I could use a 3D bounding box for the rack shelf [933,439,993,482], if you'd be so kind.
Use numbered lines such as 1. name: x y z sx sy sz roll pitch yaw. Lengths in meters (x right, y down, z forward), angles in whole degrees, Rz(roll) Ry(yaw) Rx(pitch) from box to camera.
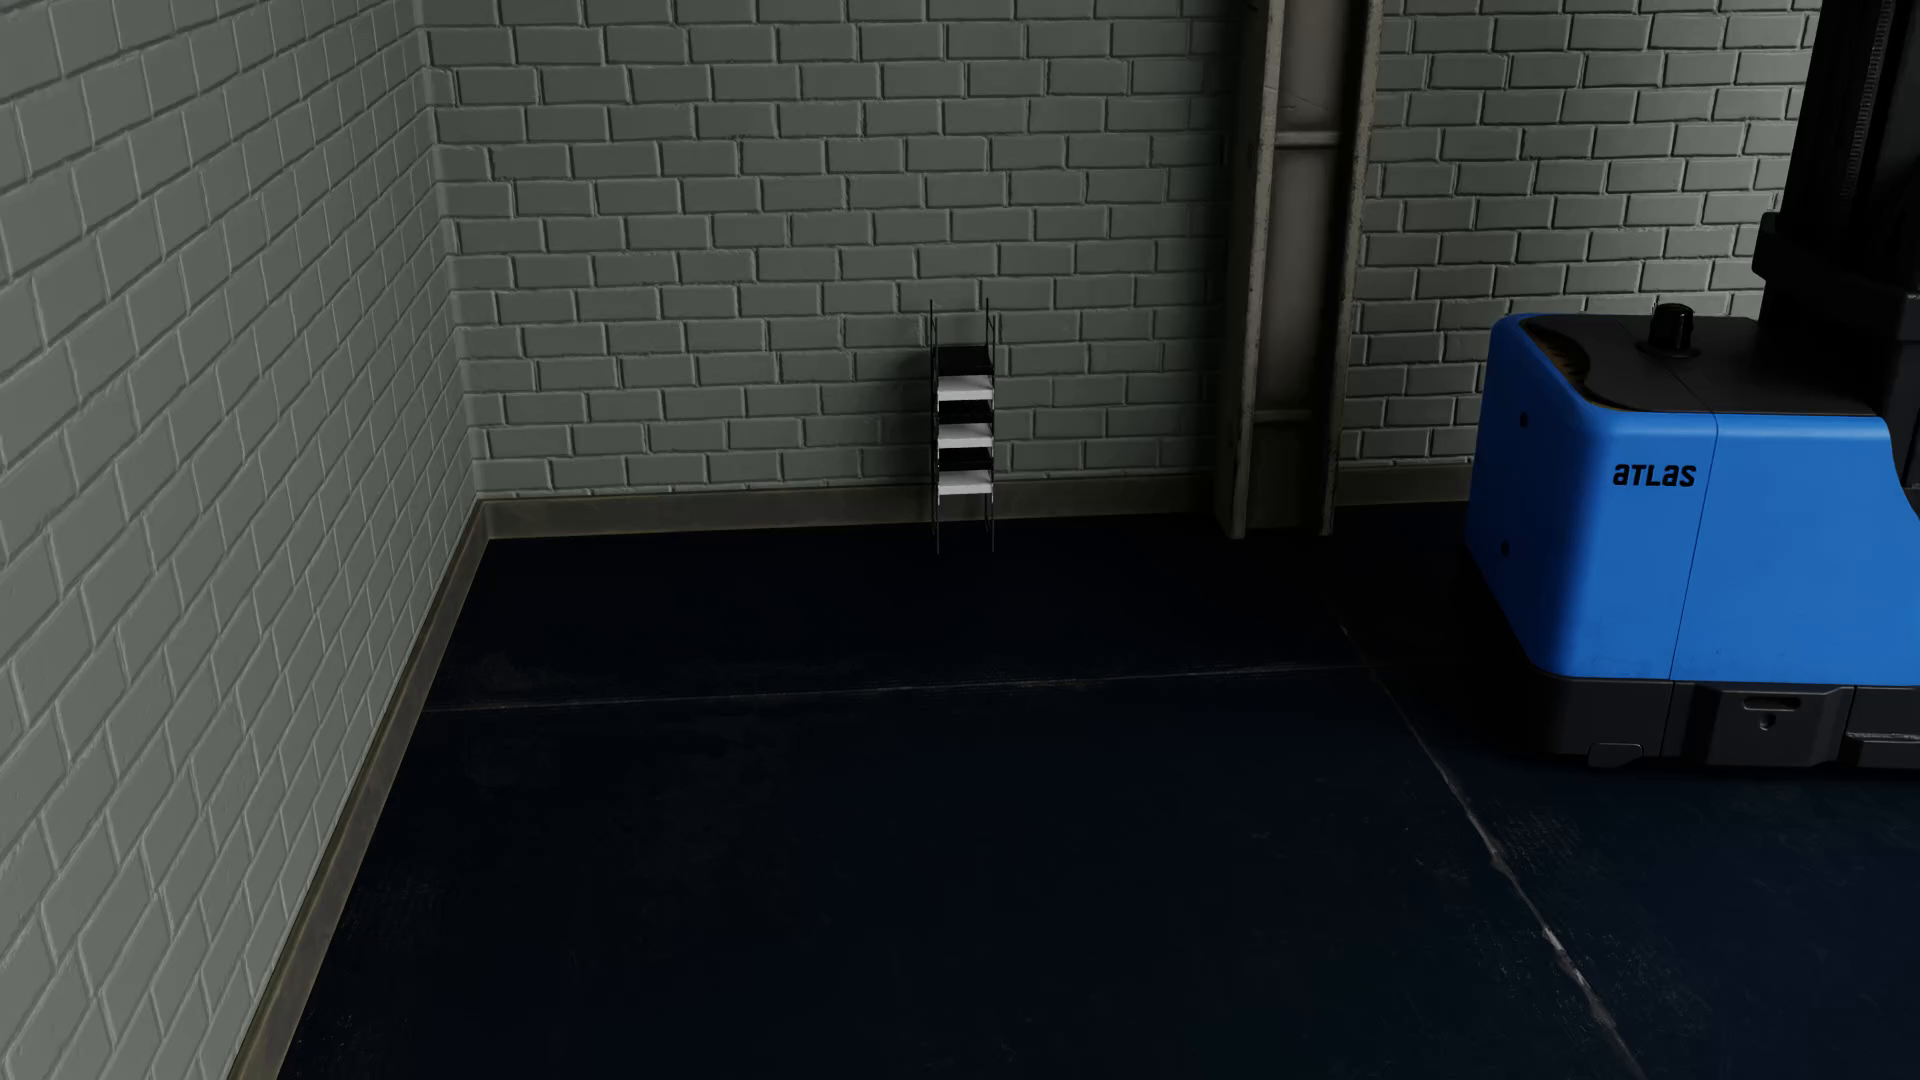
1. rack shelf: 0.008 -0.299 6.118 0.200 0.077 0.258 -2 24 -5

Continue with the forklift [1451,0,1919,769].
1. forklift: 3.136 -0.848 4.550 3.031 2.935 1.130 1 24 3

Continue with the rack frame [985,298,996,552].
1. rack frame: 0.109 -0.416 6.077 0.006 0.900 0.240 -2 24 -5

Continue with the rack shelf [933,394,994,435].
1. rack shelf: 0.008 -0.463 6.045 0.200 0.077 0.258 -2 24 -5

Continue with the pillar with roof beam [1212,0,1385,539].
1. pillar with roof beam: 1.620 -2.446 0.675 0.400 9.000 9.100 -2 24 -5

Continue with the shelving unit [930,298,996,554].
1. shelving unit: 0.008 -0.412 6.068 0.210 0.900 0.258 -2 24 -5

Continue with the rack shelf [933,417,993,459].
1. rack shelf: 0.008 -0.381 6.081 0.200 0.077 0.258 -2 24 -5

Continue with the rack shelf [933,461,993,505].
1. rack shelf: 0.008 -0.217 6.155 0.200 0.077 0.258 -2 24 -5

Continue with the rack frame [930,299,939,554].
1. rack frame: -0.093 -0.407 6.059 0.006 0.900 0.240 -2 24 -5

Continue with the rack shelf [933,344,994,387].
1. rack shelf: 0.008 -0.628 5.972 0.200 0.077 0.258 -2 24 -5

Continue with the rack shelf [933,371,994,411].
1. rack shelf: 0.008 -0.546 6.008 0.200 0.077 0.258 -2 24 -5
